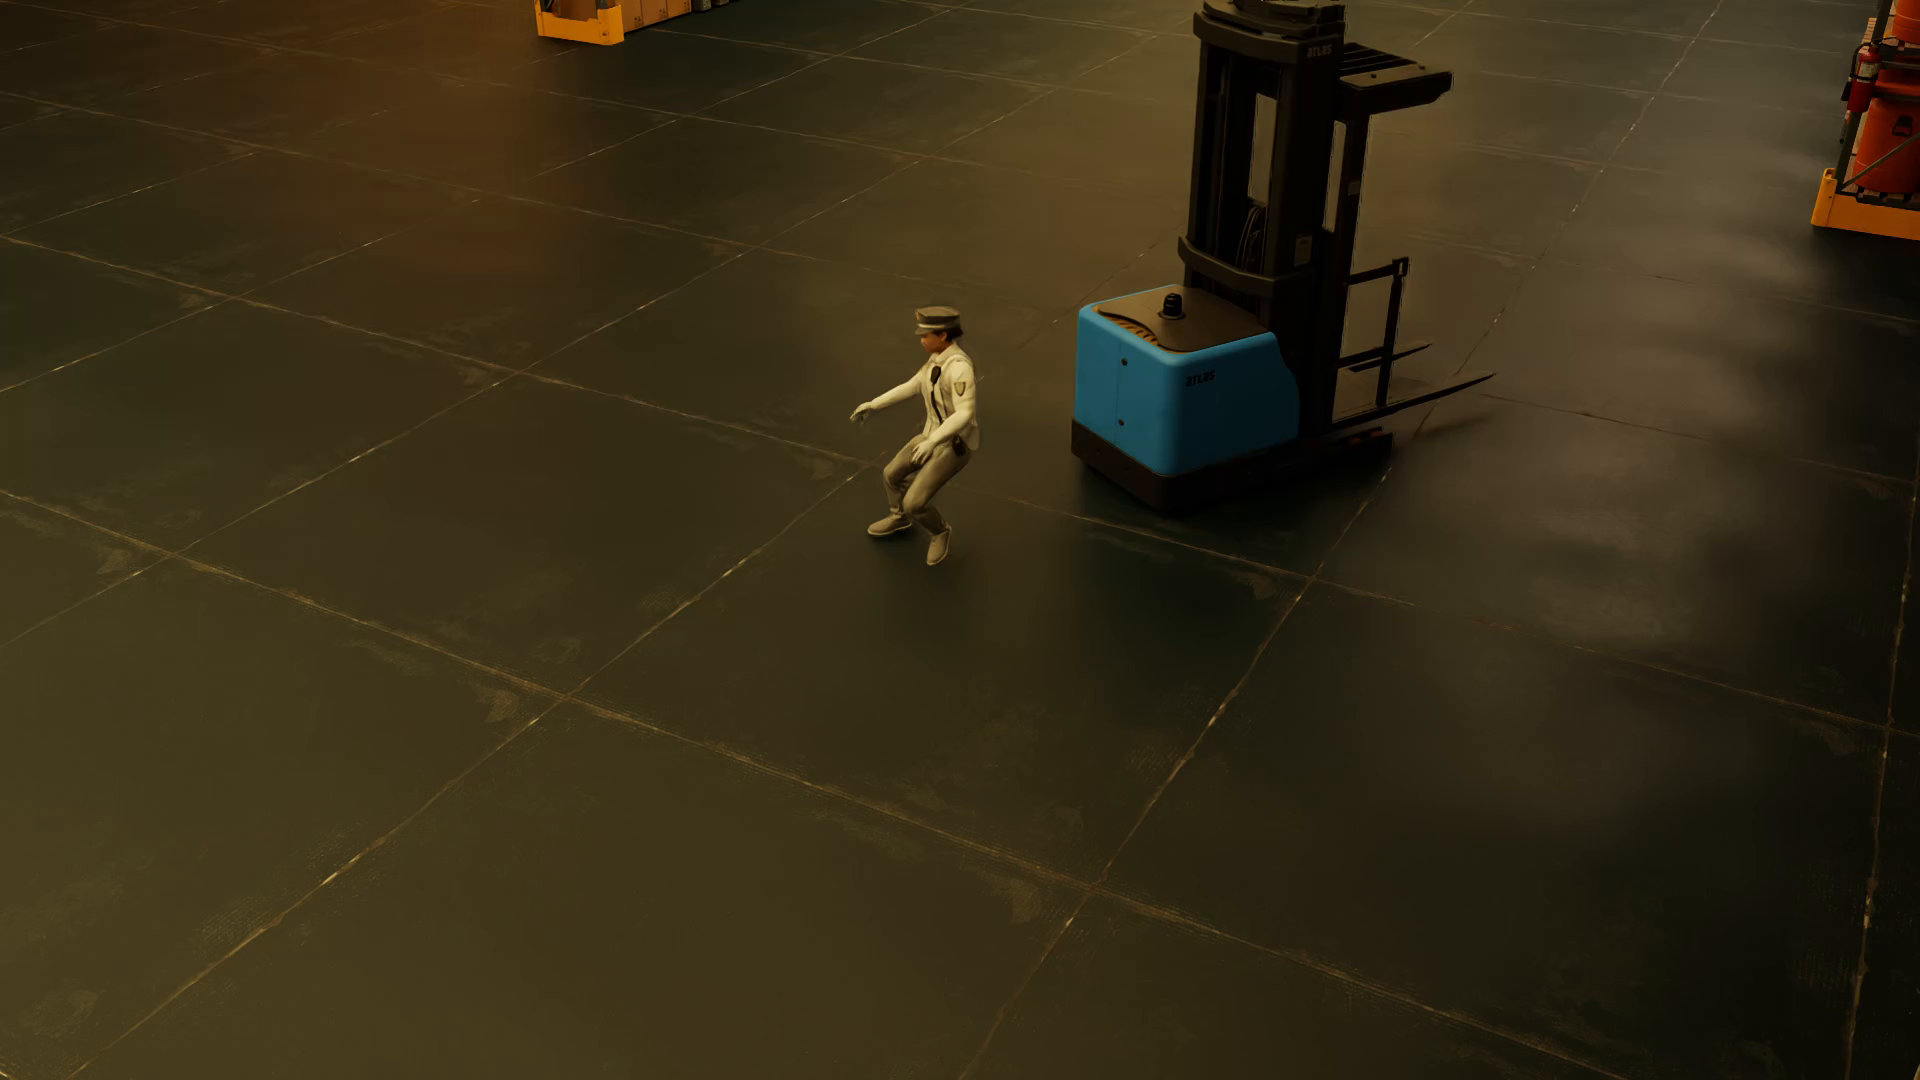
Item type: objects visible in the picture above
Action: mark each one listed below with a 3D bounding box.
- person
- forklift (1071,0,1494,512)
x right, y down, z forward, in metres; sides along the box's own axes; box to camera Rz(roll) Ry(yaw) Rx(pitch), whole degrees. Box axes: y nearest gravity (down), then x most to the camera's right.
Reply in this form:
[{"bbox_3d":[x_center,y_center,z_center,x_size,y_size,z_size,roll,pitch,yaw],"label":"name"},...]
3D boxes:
[{"bbox_3d":[-0.234,-0.578,9.485,0.634,1.515,0.766,-10,32,-17],"label":"person"},{"bbox_3d":[2.250,-1.981,10.503,3.031,2.935,1.130,-17,34,-27],"label":"forklift"}]
